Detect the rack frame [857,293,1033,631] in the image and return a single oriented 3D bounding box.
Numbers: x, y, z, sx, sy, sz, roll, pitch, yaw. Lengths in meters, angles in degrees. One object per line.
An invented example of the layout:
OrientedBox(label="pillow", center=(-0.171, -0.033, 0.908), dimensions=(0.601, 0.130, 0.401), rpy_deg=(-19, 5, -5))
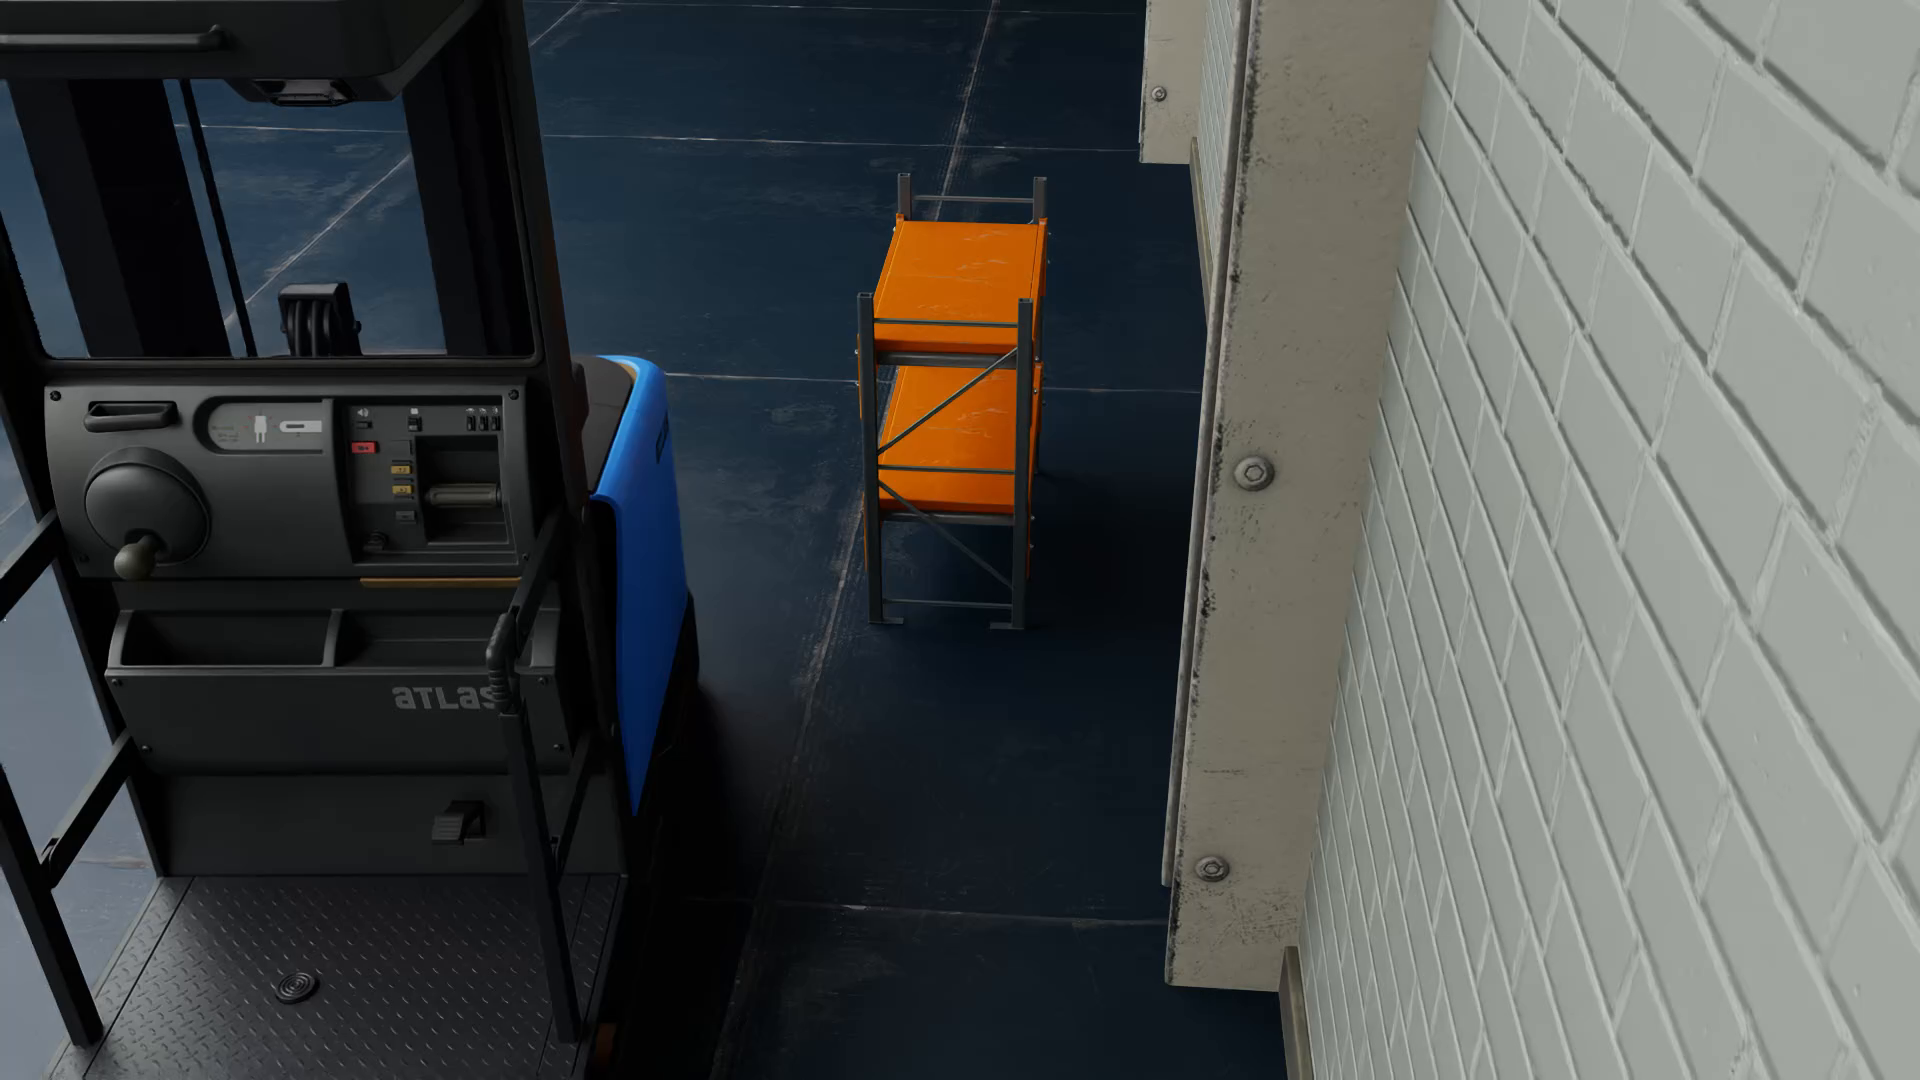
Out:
OrientedBox(label="rack frame", center=(-0.042, -0.210, 5.018), dimensions=(0.500, 1.125, 0.032), rpy_deg=(2, 32, 4))

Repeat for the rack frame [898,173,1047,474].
OrientedBox(label="rack frame", center=(0.041, -0.741, 5.880), dimensions=(0.500, 1.125, 0.032), rpy_deg=(2, 32, 4))

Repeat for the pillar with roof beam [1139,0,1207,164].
OrientedBox(label="pillar with roof beam", center=(-3.137, -6.177, 7.197), dimensions=(9.100, 9.000, 0.400), rpy_deg=(2, 32, 4))

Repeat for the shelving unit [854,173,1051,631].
OrientedBox(label="shelving unit", center=(-0.001, -0.475, 5.449), dimensions=(0.538, 1.125, 1.048), rpy_deg=(2, 32, 4))

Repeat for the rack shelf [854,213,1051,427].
OrientedBox(label="rack shelf", center=(-0.001, -0.725, 5.296), dimensions=(0.538, 0.278, 1.000), rpy_deg=(2, 32, 4))

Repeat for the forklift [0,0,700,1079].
OrientedBox(label="forklift", center=(-1.299, -0.065, 3.062), dimensions=(1.130, 2.935, 3.031), rpy_deg=(0, 32, 0))

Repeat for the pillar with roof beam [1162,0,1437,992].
OrientedBox(label="pillar with roof beam", center=(-3.626, -3.040, 2.106), dimensions=(9.100, 9.000, 0.400), rpy_deg=(2, 32, 4))

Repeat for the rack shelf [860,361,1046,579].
OrientedBox(label="rack shelf", center=(-0.001, -0.267, 5.577), dimensions=(0.538, 0.278, 1.000), rpy_deg=(2, 32, 4))
